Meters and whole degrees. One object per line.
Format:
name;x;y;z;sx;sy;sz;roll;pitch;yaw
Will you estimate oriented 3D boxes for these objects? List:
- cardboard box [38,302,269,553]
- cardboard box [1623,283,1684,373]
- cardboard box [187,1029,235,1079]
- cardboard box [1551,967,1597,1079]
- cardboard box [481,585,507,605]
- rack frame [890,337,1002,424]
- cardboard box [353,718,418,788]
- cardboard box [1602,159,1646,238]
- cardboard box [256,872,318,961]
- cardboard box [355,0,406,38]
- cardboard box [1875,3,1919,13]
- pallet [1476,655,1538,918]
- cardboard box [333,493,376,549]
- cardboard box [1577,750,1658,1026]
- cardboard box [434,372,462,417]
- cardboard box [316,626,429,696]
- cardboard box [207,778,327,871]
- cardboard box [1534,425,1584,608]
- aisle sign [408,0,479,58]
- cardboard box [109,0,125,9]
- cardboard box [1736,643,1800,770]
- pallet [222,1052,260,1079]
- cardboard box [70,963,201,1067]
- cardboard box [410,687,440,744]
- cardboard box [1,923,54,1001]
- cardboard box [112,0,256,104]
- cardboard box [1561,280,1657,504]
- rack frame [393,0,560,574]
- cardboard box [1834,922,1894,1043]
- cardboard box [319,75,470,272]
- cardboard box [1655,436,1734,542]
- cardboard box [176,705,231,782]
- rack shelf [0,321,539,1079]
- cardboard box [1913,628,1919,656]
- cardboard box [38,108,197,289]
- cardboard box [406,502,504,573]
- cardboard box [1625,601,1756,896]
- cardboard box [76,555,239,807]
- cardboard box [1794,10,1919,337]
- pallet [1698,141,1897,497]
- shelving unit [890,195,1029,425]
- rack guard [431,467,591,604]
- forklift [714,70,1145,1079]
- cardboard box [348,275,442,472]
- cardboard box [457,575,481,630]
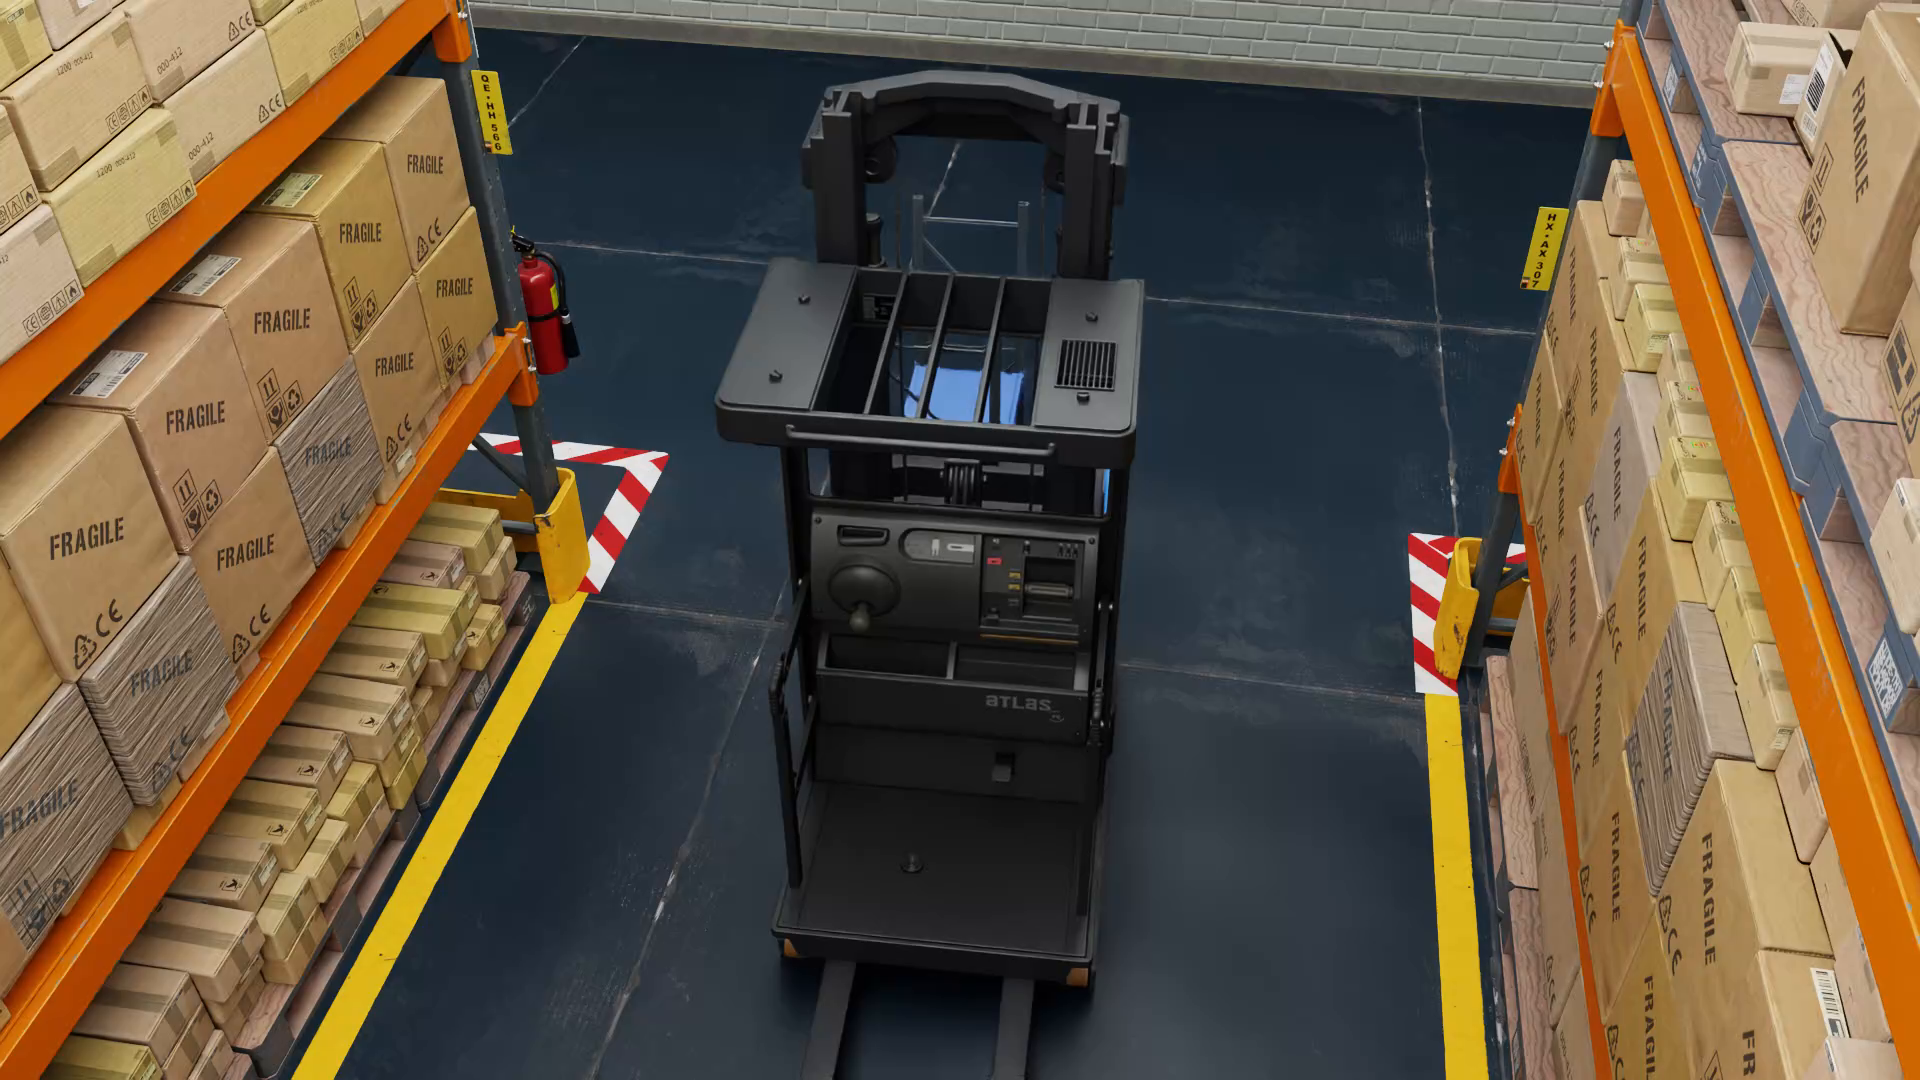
cardboard box;-2.365;-0.330;4.699;0.500;0.500;0.500;5;40;6
cardboard box;2.124;-0.593;4.741;0.380;0.149;0.250;5;40;6
cardboard box;-2.554;1.677;5.276;0.380;0.149;0.250;6;40;7
cardboard box;2.296;1.790;4.912;0.875;0.438;0.875;5;40;6
cardboard box;-2.159;0.206;7.054;0.380;0.149;0.250;7;40;8
rack frame;-0.087;-0.245;6.869;0.500;1.500;0.032;5;40;6
cardboard box;-2.249;0.754;6.159;0.380;0.149;0.250;7;40;8
cardboard box;2.285;-1.083;5.334;0.380;0.149;0.250;7;40;9
cardboard box;-2.400;1.240;5.570;0.380;0.149;0.250;6;40;7
cardboard box;-2.092;-1.868;5.419;0.500;0.250;0.500;6;40;7
cardboard box;2.636;-1.297;4.400;0.380;0.149;0.250;4;40;4
pallet;2.558;0.983;6.395;1.003;0.211;1.213;6;40;8
cardboard box;-2.256;-0.116;5.733;0.380;0.149;0.250;5;40;6
cardboard box;1.912;0.910;4.217;0.500;0.500;0.500;6;40;7
cardboard box;-2.132;-0.600;6.318;0.380;0.149;0.250;6;40;8
cardboard box;-2.243;0.467;6.272;0.380;0.149;0.250;5;40;6
cardboard box;-2.407;0.963;5.673;0.380;0.149;0.250;7;40;8
cardboard box;2.193;-0.050;5.378;0.500;0.500;0.500;6;40;7
aisle sign;-1.966;-2.099;5.894;0.394;0.787;0.004;6;40;8
cardboard box;-2.295;-1.487;4.253;0.380;0.149;0.250;7;40;9
cardboard box;1.906;0.376;3.570;0.380;0.149;0.250;6;40;7
pallet;-2.885;2.076;5.074;1.003;0.211;1.213;6;40;8
cardboard box;-2.578;1.444;5.090;0.380;0.149;0.250;5;40;7
cardboard box;-2.265;0.691;6.467;0.380;0.149;0.250;7;40;8
cardboard box;-2.629;1.038;4.338;0.380;0.149;0.250;5;40;6
cardboard box;-2.281;-1.416;4.479;0.500;0.250;0.500;7;40;8
cardboard box;2.173;-0.431;5.054;0.500;0.500;0.500;5;40;6
rack frame;-2.274;-1.084;6.707;1.000;3.000;0.127;6;40;8
cardboard box;1.819;0.853;2.992;0.380;0.149;0.250;7;40;9
cardboard box;-2.108;-1.308;5.881;0.500;0.500;0.500;6;40;7
cardboard box;1.975;-0.115;4.162;0.380;0.149;0.250;5;40;7
cardboard box;-2.415;0.550;4.928;0.380;0.149;0.250;8;40;10
rack shelf;-2.620;0.448;5.418;1.077;0.370;4.000;6;40;8
cardboard box;1.722;0.168;2.536;0.396;0.266;0.258;8;40;9
cardboard box;-2.345;-0.901;4.249;0.500;0.250;0.500;8;40;10
cardboard box;-2.116;-0.016;6.857;0.380;0.149;0.250;7;40;8
cardboard box;1.911;0.520;3.904;0.500;0.500;0.500;7;40;8
cardboard box;-2.431;0.367;4.641;0.500;0.500;0.500;6;40;7
cardboard box;2.123;-0.748;3.460;0.500;0.500;0.500;7;40;8
pallet;2.292;-0.489;3.703;1.003;0.211;1.213;6;40;8
shelving unit;-0.021;-0.566;7.257;0.538;1.500;1.048;5;40;6
rack guard;-2.287;-0.073;7.446;1.175;0.500;0.348;6;40;8
forklift;-0.045;0.201;5.207;1.130;2.935;3.031;4;40;5
cardboard box;-2.192;-0.604;5.815;0.500;0.500;0.500;6;40;7
cardboard box;-2.182;0.259;6.757;0.380;0.149;0.250;6;40;7
